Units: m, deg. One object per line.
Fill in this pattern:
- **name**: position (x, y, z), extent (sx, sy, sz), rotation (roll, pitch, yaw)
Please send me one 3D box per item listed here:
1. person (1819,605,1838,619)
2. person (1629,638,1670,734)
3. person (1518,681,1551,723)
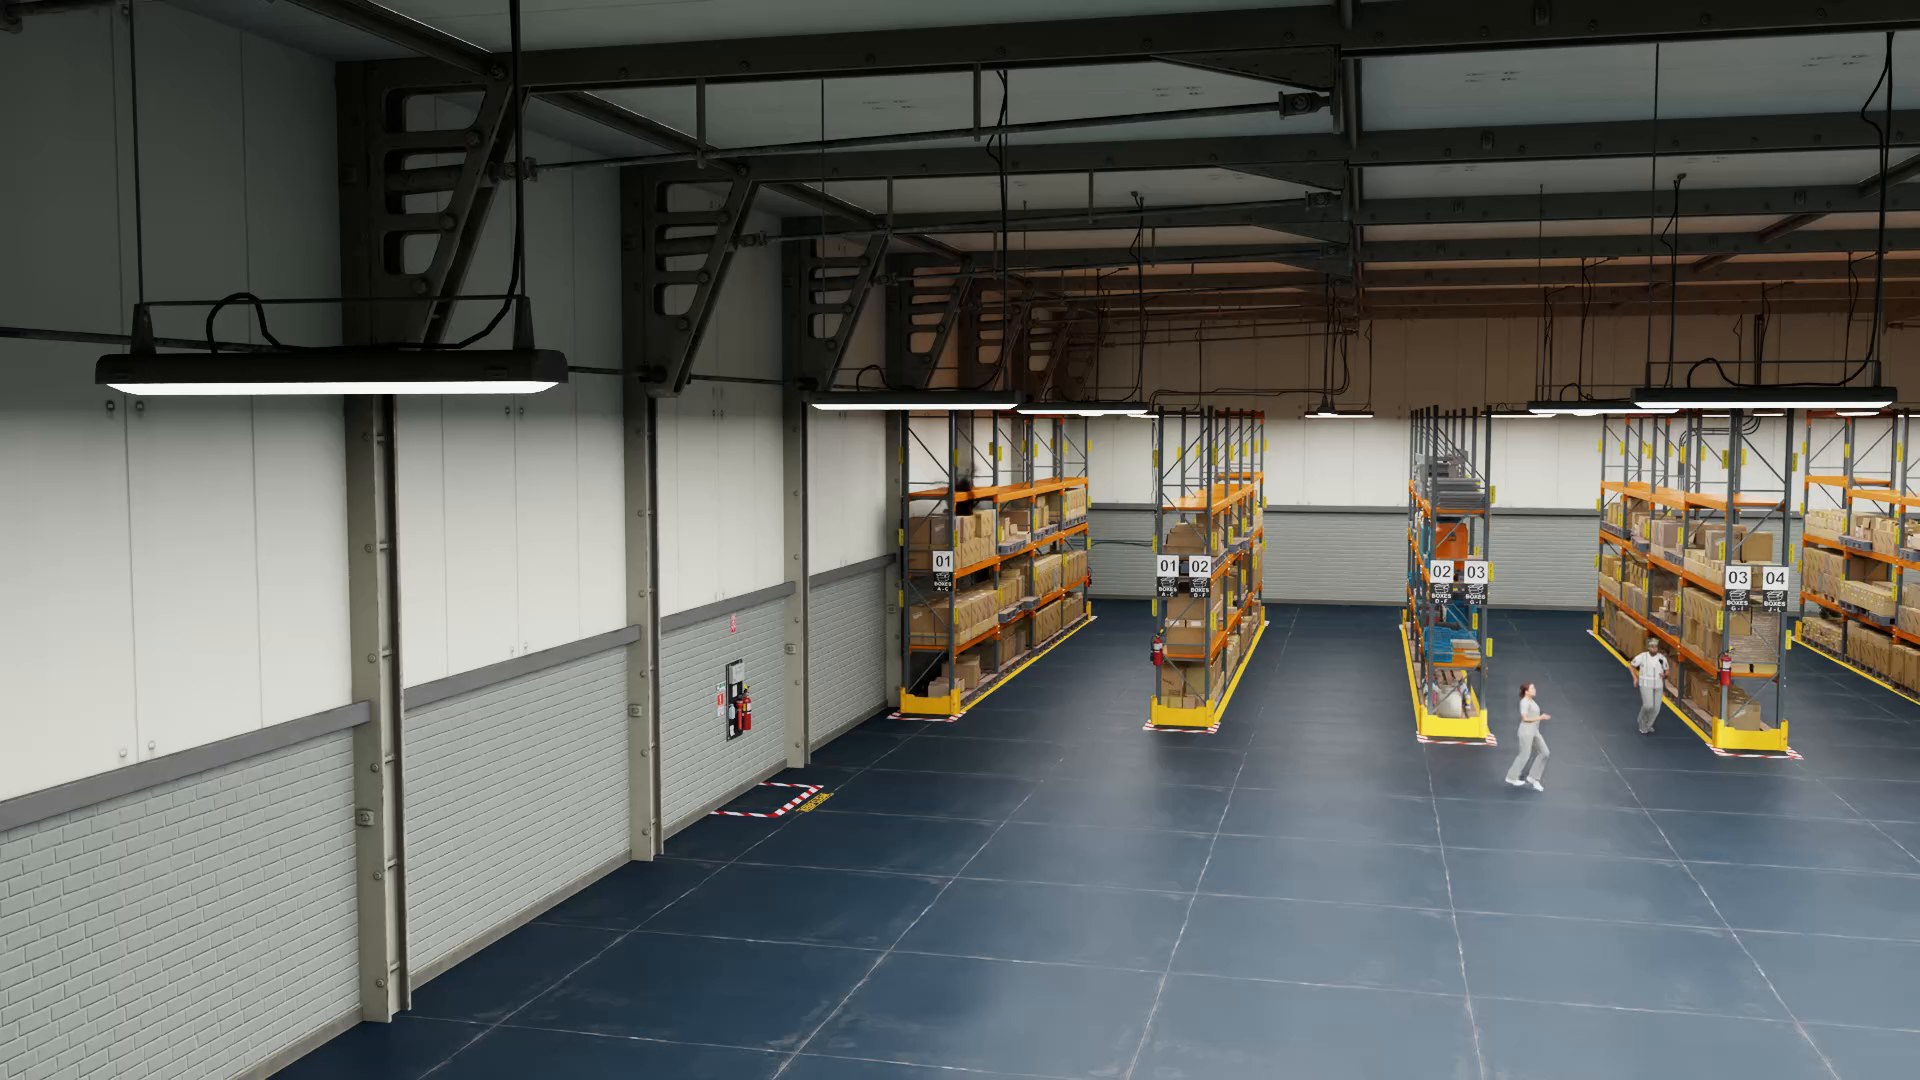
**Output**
- **person**: position (23.273, 1.666, 44.272), extent (0.919, 1.816, 0.706), rotation (1, 4, 15)
- **person**: position (12.616, 2.666, 30.323), extent (0.642, 1.761, 0.658), rotation (0, 4, 3)
- **person**: position (8.871, 2.590, 25.737), extent (0.593, 0.781, 0.544), rotation (3, 5, 39)
